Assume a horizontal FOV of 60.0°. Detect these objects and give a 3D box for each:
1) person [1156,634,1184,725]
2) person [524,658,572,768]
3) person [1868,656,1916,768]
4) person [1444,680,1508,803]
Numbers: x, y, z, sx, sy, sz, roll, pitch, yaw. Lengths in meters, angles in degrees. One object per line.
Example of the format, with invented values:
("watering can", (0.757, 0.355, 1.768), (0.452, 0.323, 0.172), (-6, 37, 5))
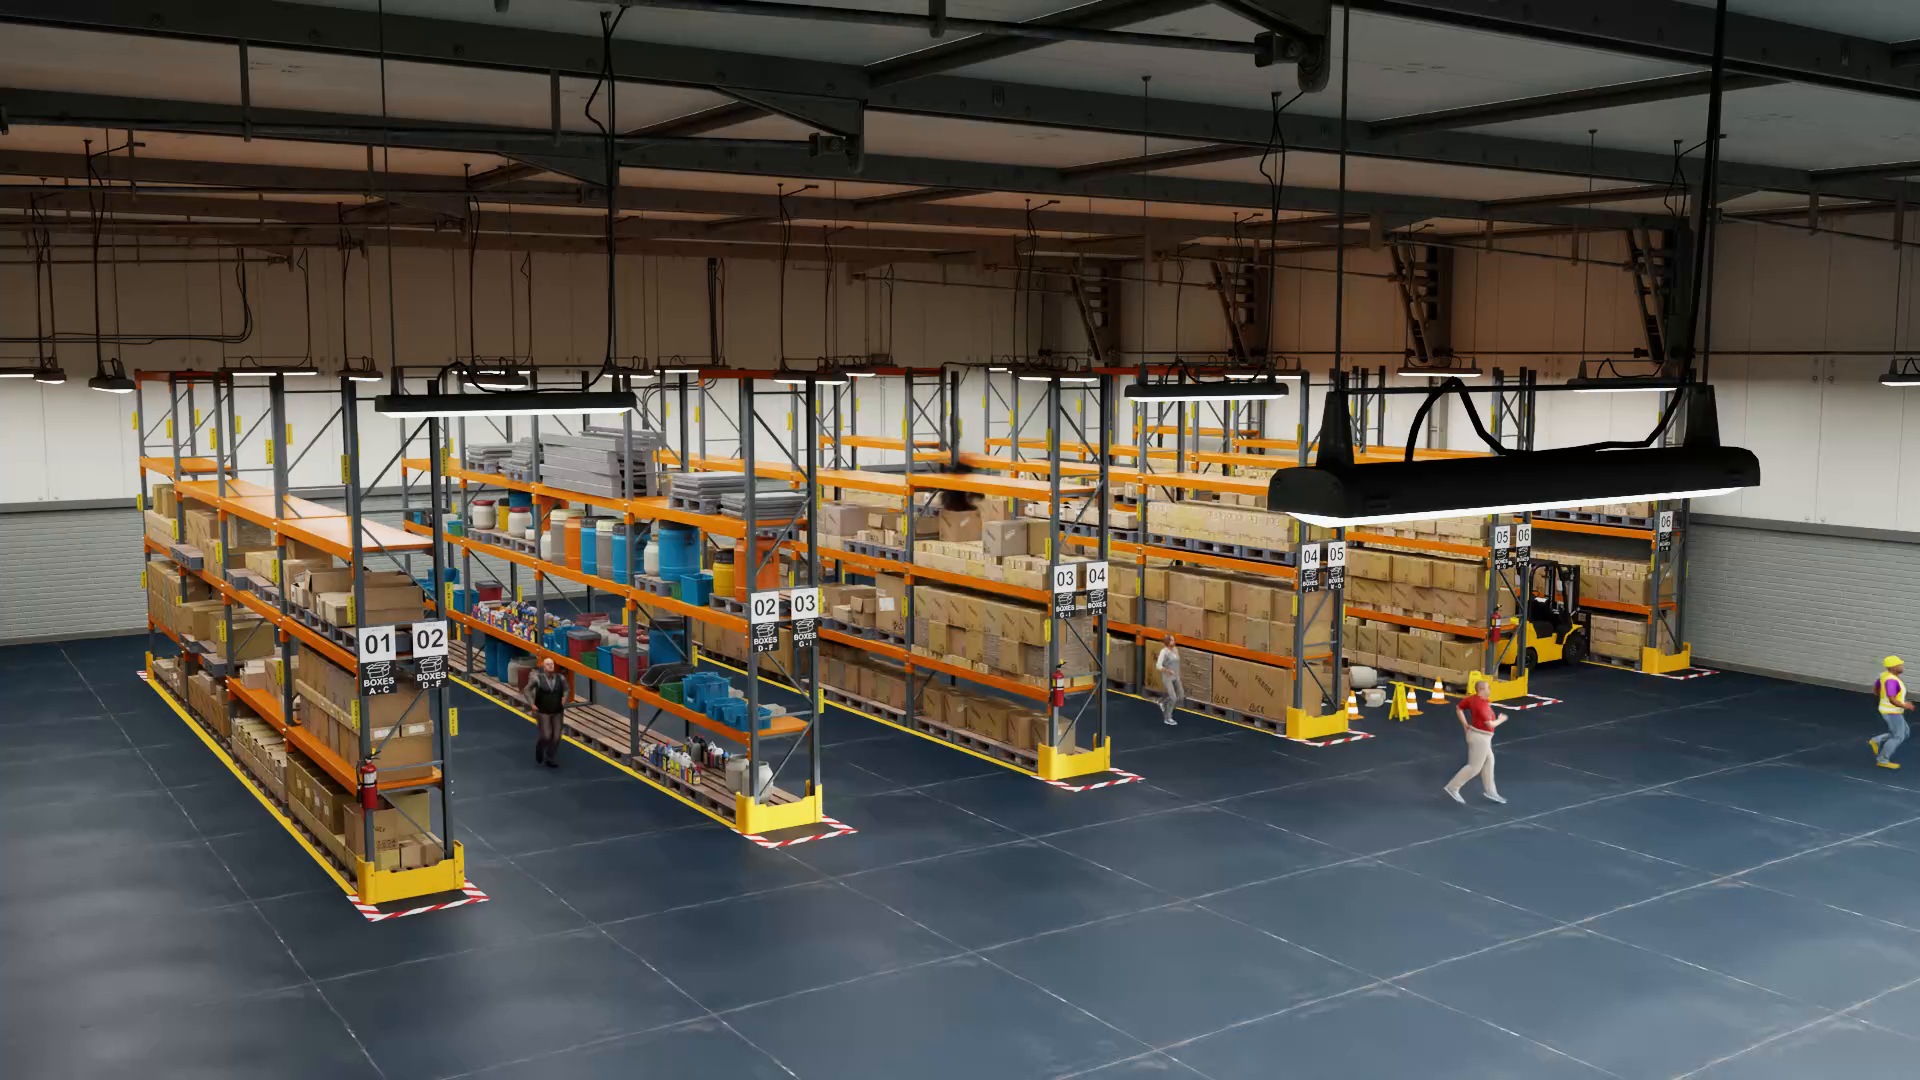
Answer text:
("person", (3.574, 2.368, 28.282), (0.532, 1.550, 0.559), (-5, 8, -39))
("person", (-6.225, 2.642, 25.278), (0.703, 1.691, 0.542), (-4, 7, -29))
("person", (14.235, 2.619, 25.371), (0.578, 1.723, 0.700), (2, 7, 21))
("person", (7.243, 2.835, 23.278), (0.909, 1.763, 0.681), (0, 6, 2))
